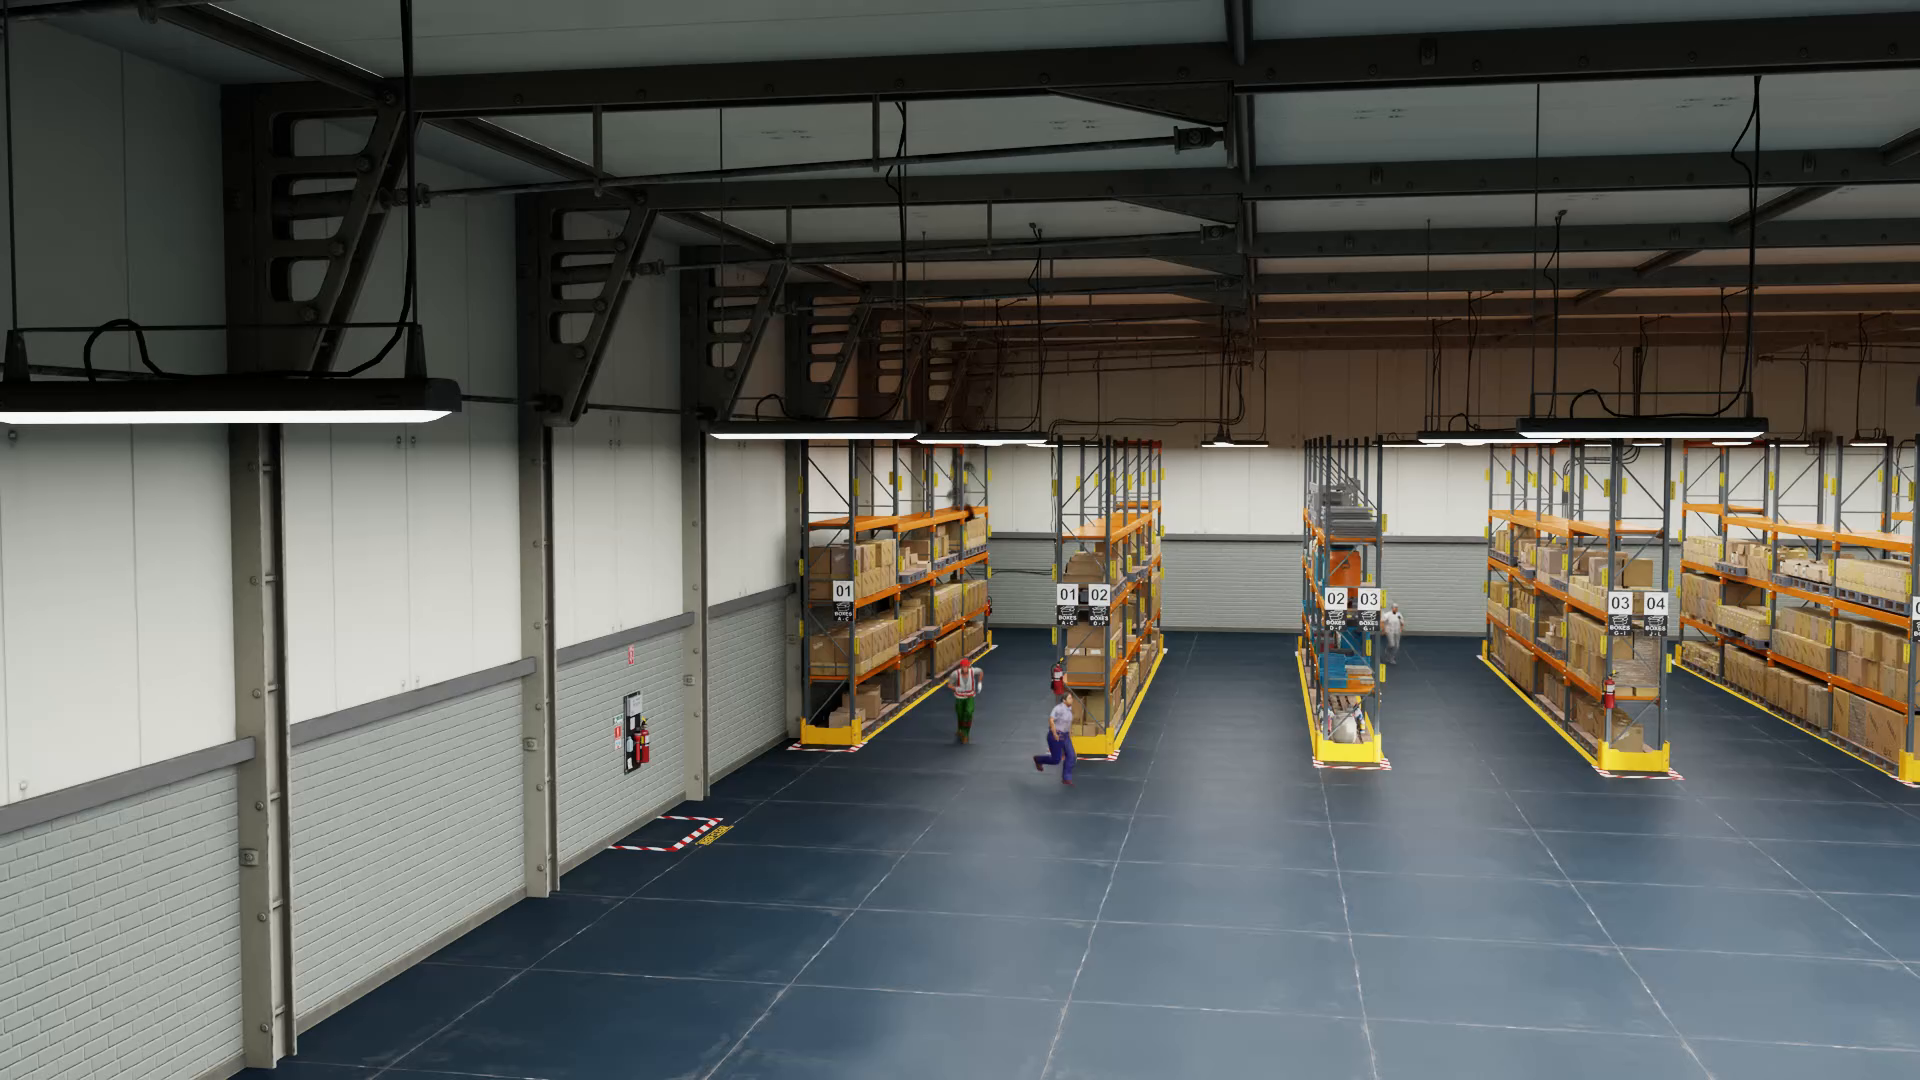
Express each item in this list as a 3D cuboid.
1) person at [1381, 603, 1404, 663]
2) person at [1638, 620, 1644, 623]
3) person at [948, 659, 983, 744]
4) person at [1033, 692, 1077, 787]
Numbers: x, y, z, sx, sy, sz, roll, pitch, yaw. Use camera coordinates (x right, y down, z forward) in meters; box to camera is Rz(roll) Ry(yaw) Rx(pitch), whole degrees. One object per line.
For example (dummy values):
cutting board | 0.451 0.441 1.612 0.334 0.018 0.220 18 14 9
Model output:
person | 11.601 2.502 44.495 0.591 1.623 0.651 0 3 -5
person | 17.946 2.585 43.602 0.604 1.624 0.990 0 3 0
person | 0.095 3.143 32.679 0.707 1.720 1.028 0 3 -5
person | 1.661 3.405 28.509 0.826 1.639 0.616 2 4 34
